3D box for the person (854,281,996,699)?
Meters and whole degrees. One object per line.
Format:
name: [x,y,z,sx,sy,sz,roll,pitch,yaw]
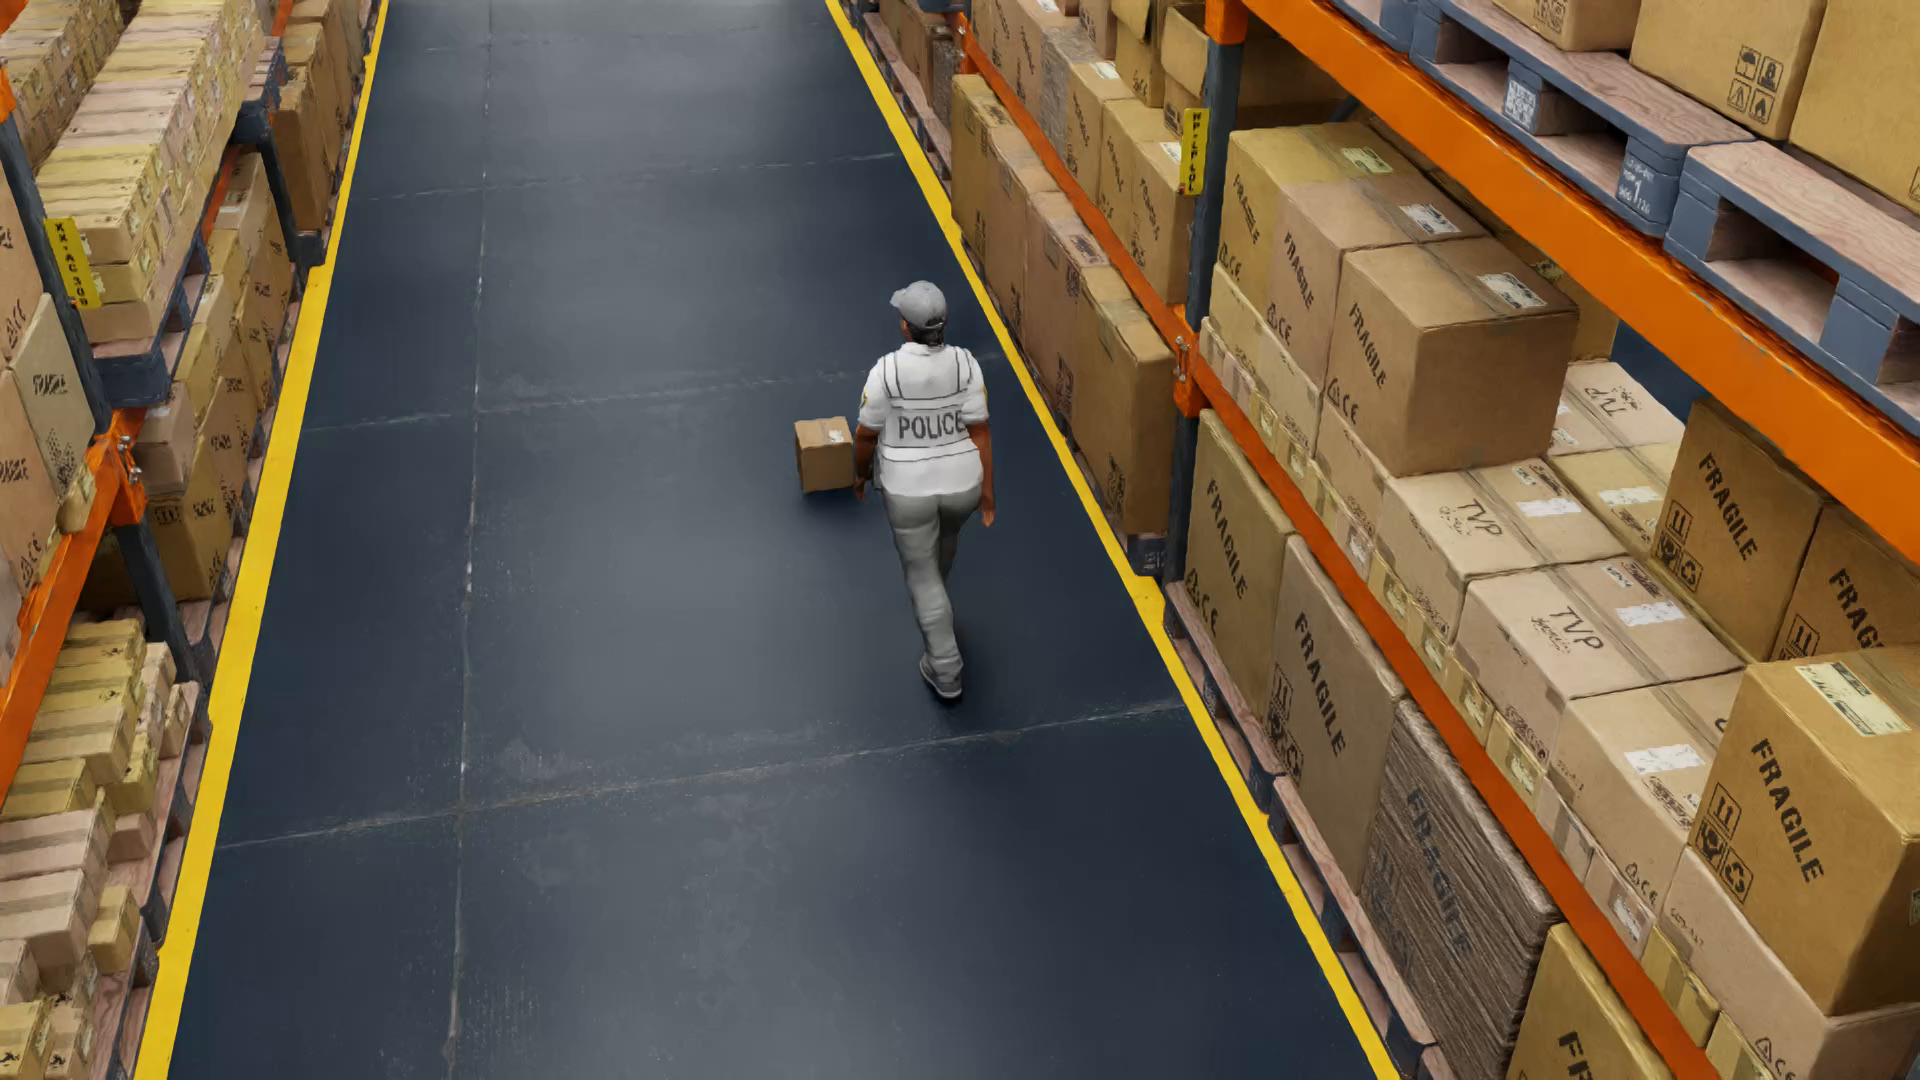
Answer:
person: [-0.167,-0.266,6.542,0.496,1.606,0.946,-12,36,-17]
